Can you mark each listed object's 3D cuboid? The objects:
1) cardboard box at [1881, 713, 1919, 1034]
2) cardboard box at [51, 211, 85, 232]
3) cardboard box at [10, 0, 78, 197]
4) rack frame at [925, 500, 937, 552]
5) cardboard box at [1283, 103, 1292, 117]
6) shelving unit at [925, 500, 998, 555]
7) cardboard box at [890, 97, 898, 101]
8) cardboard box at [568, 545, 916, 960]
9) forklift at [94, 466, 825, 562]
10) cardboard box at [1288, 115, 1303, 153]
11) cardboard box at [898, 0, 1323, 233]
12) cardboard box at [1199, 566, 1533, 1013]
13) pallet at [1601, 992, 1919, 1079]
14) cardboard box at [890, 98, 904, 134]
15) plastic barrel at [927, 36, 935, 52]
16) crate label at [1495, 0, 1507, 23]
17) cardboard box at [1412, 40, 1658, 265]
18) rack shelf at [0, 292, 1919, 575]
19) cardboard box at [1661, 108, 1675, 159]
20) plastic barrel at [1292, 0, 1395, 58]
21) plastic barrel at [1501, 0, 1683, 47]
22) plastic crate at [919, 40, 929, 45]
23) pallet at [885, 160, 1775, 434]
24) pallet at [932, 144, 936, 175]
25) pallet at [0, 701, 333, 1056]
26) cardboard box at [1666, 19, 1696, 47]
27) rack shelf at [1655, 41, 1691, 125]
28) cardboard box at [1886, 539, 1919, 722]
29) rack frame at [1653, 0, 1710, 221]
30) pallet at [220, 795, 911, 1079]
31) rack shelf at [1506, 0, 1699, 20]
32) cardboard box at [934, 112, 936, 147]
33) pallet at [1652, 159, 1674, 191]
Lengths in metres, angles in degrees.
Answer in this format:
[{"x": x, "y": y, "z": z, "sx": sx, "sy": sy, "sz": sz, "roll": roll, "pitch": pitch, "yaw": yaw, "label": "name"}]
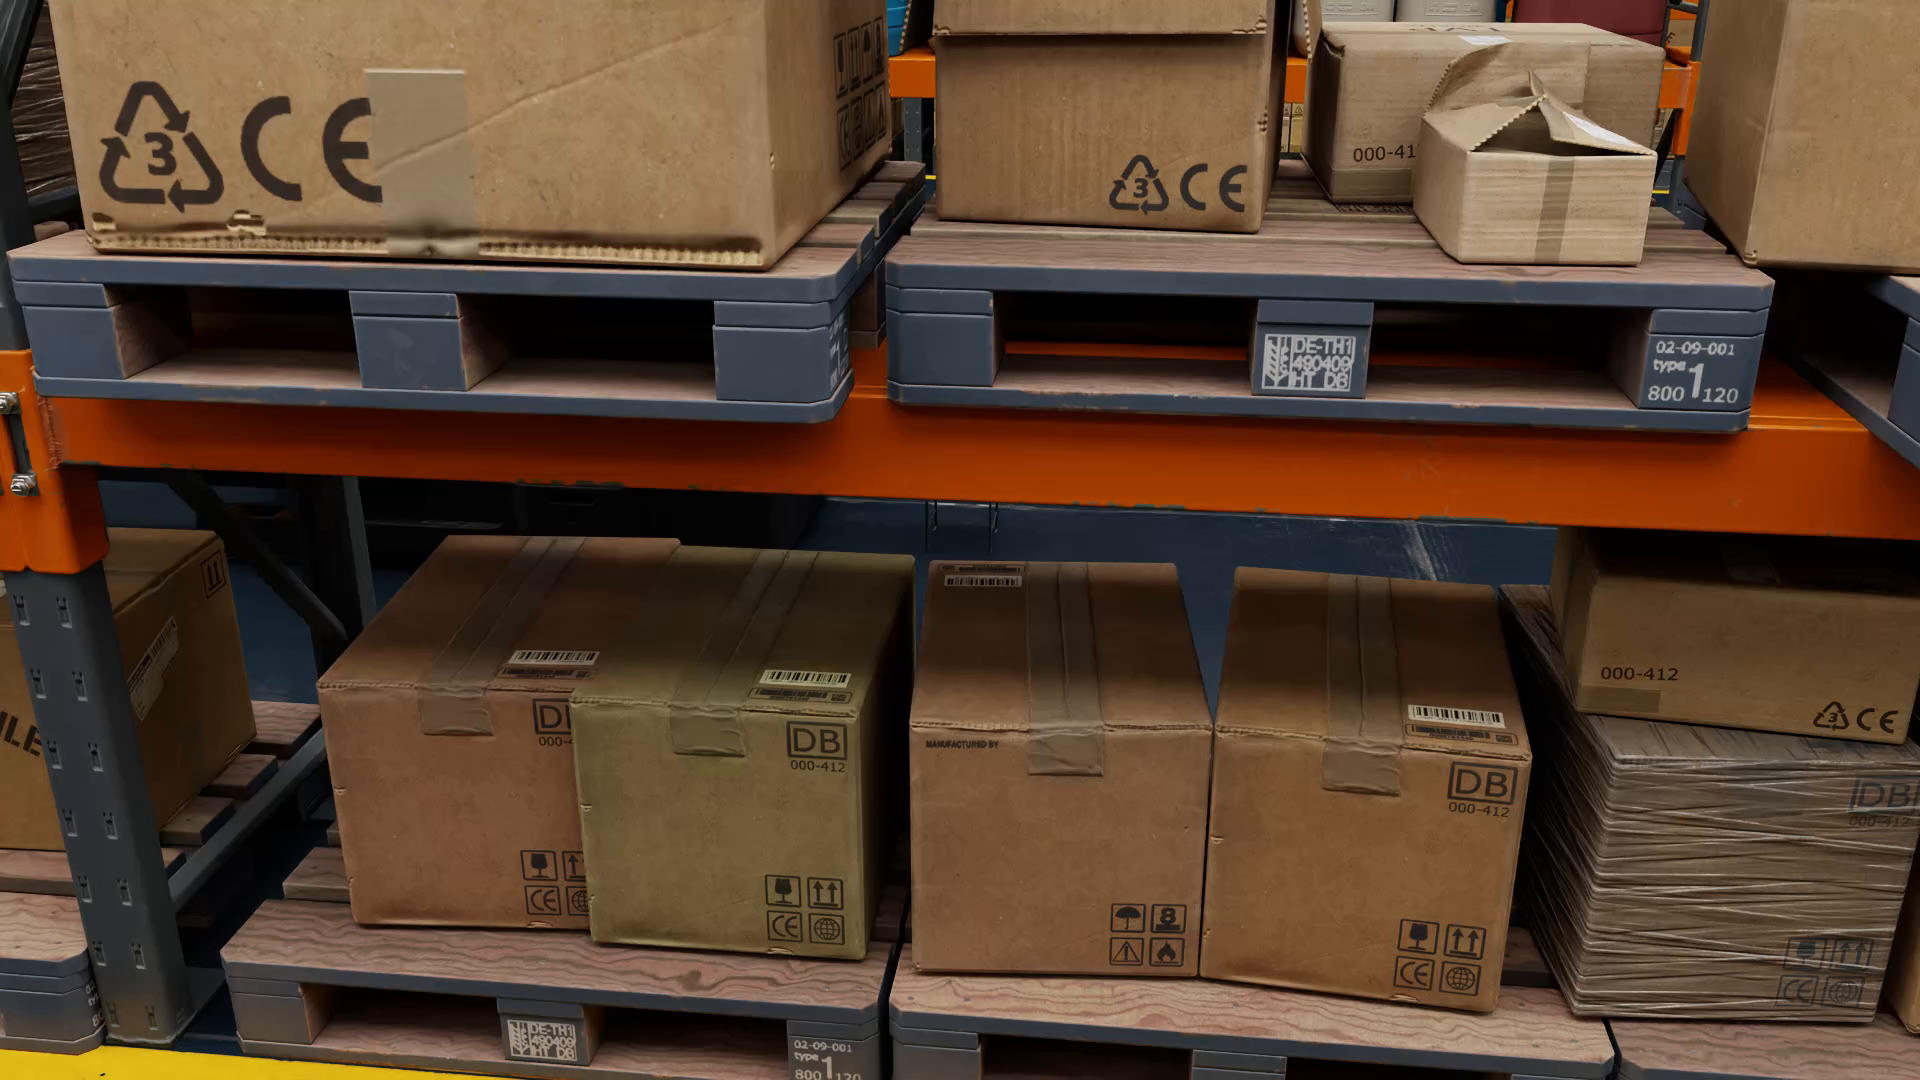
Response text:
[{"x": 1.847, "y": 0.468, "z": 2.977, "sx": 0.500, "sy": 0.500, "sz": 0.700, "roll": 1, "pitch": 22, "yaw": 3, "label": "cardboard box"}, {"x": -1.636, "y": -0.643, "z": 3.329, "sx": 0.250, "sy": 0.149, "sz": 0.380, "roll": 2, "pitch": 22, "yaw": 6, "label": "cardboard box"}, {"x": -1.897, "y": -0.868, "z": 3.015, "sx": 0.500, "sy": 0.500, "sz": 0.875, "roll": 2, "pitch": 22, "yaw": 6, "label": "cardboard box"}, {"x": -0.093, "y": -0.423, "z": 5.285, "sx": 0.006, "sy": 0.900, "sz": 0.240, "roll": 2, "pitch": 22, "yaw": 6, "label": "rack frame"}, {"x": 2.117, "y": -3.238, "z": 11.956, "sx": 0.500, "sy": 0.311, "sz": 0.500, "roll": 2, "pitch": 22, "yaw": 6, "label": "cardboard box"}, {"x": 0.008, "y": -0.418, "z": 5.273, "sx": 0.210, "sy": 0.900, "sz": 0.258, "roll": 2, "pitch": 22, "yaw": 6, "label": "shelving unit"}, {"x": -0.712, "y": -3.657, "z": 12.760, "sx": 0.500, "sy": 0.500, "sz": 0.500, "roll": 2, "pitch": 22, "yaw": 6, "label": "cardboard box"}, {"x": -0.379, "y": 0.379, "z": 3.204, "sx": 0.500, "sy": 0.500, "sz": 0.700, "roll": 2, "pitch": 22, "yaw": 6, "label": "cardboard box"}, {"x": -1.969, "y": -1.481, "z": 5.199, "sx": 3.031, "sy": 2.935, "sz": 1.130, "roll": 3, "pitch": 22, "yaw": 7, "label": "forklift"}, {"x": 2.621, "y": -2.956, "z": 12.006, "sx": 0.500, "sy": 0.250, "sz": 0.500, "roll": 2, "pitch": 22, "yaw": 6, "label": "cardboard box"}, {"x": 0.275, "y": -0.843, "z": 2.781, "sx": 0.637, "sy": 0.503, "sz": 0.797, "roll": 5, "pitch": 22, "yaw": 12, "label": "cardboard box"}, {"x": 0.731, "y": 0.427, "z": 3.082, "sx": 0.500, "sy": 0.500, "sz": 0.700, "roll": 4, "pitch": 22, "yaw": 11, "label": "cardboard box"}, {"x": 1.739, "y": 0.794, "z": 3.143, "sx": 1.213, "sy": 0.211, "sz": 1.003, "roll": 2, "pitch": 22, "yaw": 6, "label": "pallet"}, {"x": -0.713, "y": -3.305, "z": 12.889, "sx": 0.500, "sy": 0.250, "sz": 0.500, "roll": 2, "pitch": 22, "yaw": 6, "label": "cardboard box"}, {"x": 0.050, "y": -2.391, "z": 7.223, "sx": 0.433, "sy": 0.535, "sz": 0.433, "roll": 0, "pitch": 22, "yaw": 0, "label": "plastic barrel"}, {"x": 2.143, "y": -2.435, "z": 7.470, "sx": 0.616, "sy": 0.435, "sz": 0.502, "roll": 2, "pitch": 22, "yaw": 6, "label": "crate label"}, {"x": 0.827, "y": -0.574, "z": 2.424, "sx": 0.258, "sy": 0.266, "sz": 0.396, "roll": 2, "pitch": 22, "yaw": 5, "label": "cardboard box"}, {"x": 0.529, "y": -0.220, "z": 2.895, "sx": 4.000, "sy": 0.370, "sz": 1.077, "roll": 2, "pitch": 22, "yaw": 6, "label": "rack shelf"}, {"x": 5.121, "y": -2.959, "z": 11.645, "sx": 0.500, "sy": 0.500, "sz": 0.500, "roll": 2, "pitch": 22, "yaw": 6, "label": "cardboard box"}, {"x": 1.633, "y": -2.313, "z": 7.059, "sx": 0.421, "sy": 0.512, "sz": 0.421, "roll": 0, "pitch": 22, "yaw": 0, "label": "plastic barrel"}, {"x": 2.601, "y": -2.249, "z": 6.864, "sx": 0.708, "sy": 0.536, "sz": 0.600, "roll": 2, "pitch": 22, "yaw": 6, "label": "plastic barrel"}, {"x": -0.358, "y": -2.570, "z": 7.774, "sx": 0.583, "sy": 0.464, "sz": 0.402, "roll": 2, "pitch": 22, "yaw": 6, "label": "plastic crate"}, {"x": 0.544, "y": -0.450, "z": 2.758, "sx": 1.213, "sy": 0.211, "sz": 1.003, "roll": 2, "pitch": 22, "yaw": 6, "label": "pallet"}, {"x": 0.448, "y": -2.943, "z": 12.598, "sx": 1.213, "sy": 0.211, "sz": 1.003, "roll": 2, "pitch": 22, "yaw": 6, "label": "pallet"}, {"x": -2.129, "y": 0.640, "z": 3.535, "sx": 1.213, "sy": 0.211, "sz": 1.003, "roll": 2, "pitch": 22, "yaw": 6, "label": "pallet"}, {"x": 6.692, "y": -4.934, "z": 16.193, "sx": 0.750, "sy": 0.750, "sz": 0.750, "roll": 3, "pitch": 22, "yaw": 8, "label": "cardboard box"}, {"x": 5.084, "y": -1.855, "z": 7.031, "sx": 4.000, "sy": 0.370, "sz": 1.077, "roll": 2, "pitch": 22, "yaw": 6, "label": "rack shelf"}, {"x": 1.846, "y": 0.123, "z": 2.830, "sx": 0.500, "sy": 0.250, "sz": 0.500, "roll": 3, "pitch": 22, "yaw": 8, "label": "cardboard box"}, {"x": 3.098, "y": -2.276, "z": 7.118, "sx": 0.127, "sy": 3.000, "sz": 1.000, "roll": 2, "pitch": 22, "yaw": 6, "label": "rack frame"}, {"x": -0.684, "y": 0.689, "z": 3.410, "sx": 1.213, "sy": 0.211, "sz": 1.003, "roll": 2, "pitch": 22, "yaw": 6, "label": "pallet"}, {"x": 5.670, "y": -3.664, "z": 11.605, "sx": 4.000, "sy": 0.370, "sz": 1.077, "roll": 2, "pitch": 22, "yaw": 6, "label": "rack shelf"}, {"x": 0.083, "y": -3.066, "z": 12.285, "sx": 0.500, "sy": 0.250, "sz": 0.500, "roll": 2, "pitch": 22, "yaw": 5, "label": "cardboard box"}, {"x": 4.421, "y": -2.742, "z": 12.088, "sx": 1.213, "sy": 0.211, "sz": 1.003, "roll": 2, "pitch": 22, "yaw": 6, "label": "pallet"}]
